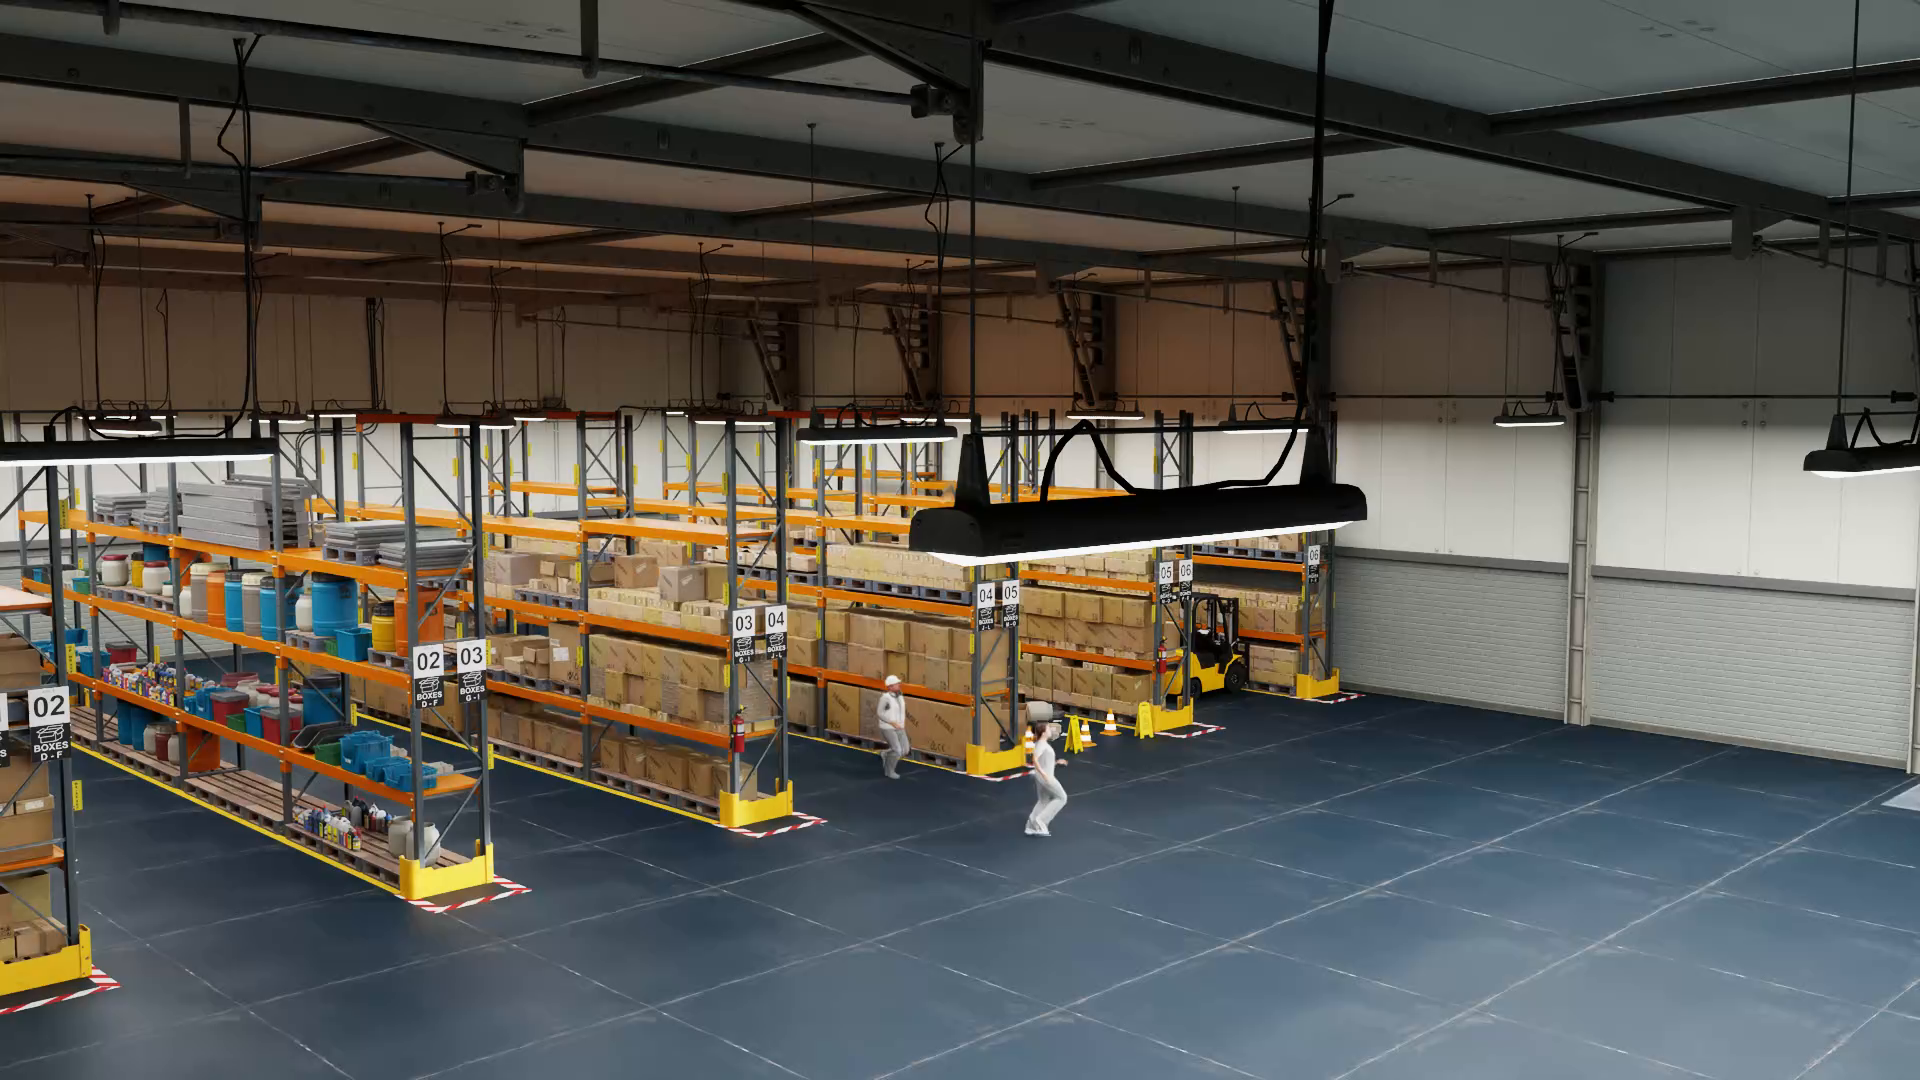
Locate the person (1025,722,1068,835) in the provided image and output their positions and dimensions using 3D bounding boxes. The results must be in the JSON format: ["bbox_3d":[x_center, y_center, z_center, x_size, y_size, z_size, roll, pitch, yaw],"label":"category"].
[{"bbox_3d":[1.249,3.425,23.891,0.628,1.635,0.546,-1,5,-9],"label":"person"}]

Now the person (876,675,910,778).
[{"bbox_3d":[-1.129,3.086,27.515,0.599,1.717,0.674,4,6,36],"label":"person"}]

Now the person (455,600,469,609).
[{"bbox_3d":[-12.035,2.086,39.841,0.676,1.574,0.756,5,7,42],"label":"person"}]
